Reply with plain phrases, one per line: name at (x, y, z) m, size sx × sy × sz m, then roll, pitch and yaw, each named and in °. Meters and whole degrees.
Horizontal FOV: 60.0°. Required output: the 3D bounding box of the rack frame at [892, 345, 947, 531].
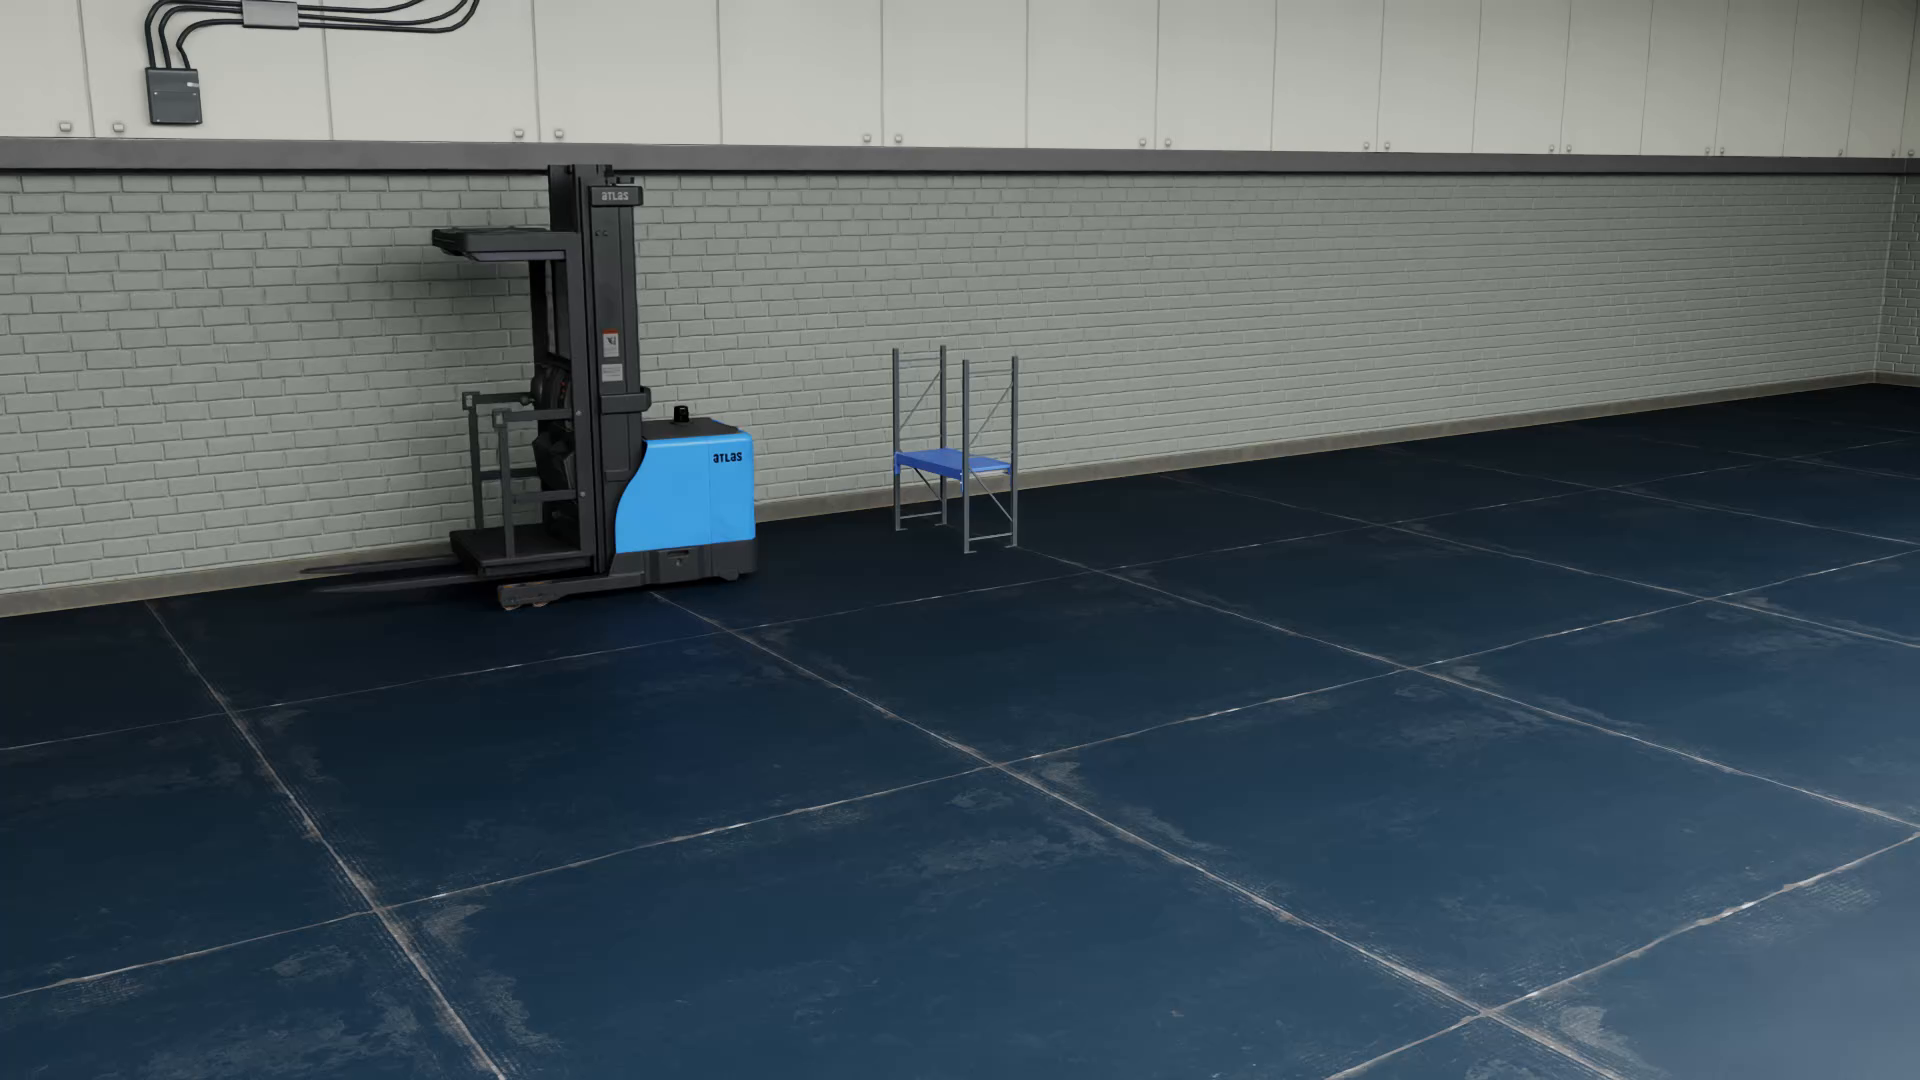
rack frame at (-0.329, -0.838, 13.684) m, size 0.500 × 1.500 × 0.032 m, roll -8°, pitch 15°, yaw -33°

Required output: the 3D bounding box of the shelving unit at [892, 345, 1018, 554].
shelving unit at (-0.047, -0.748, 13.271) m, size 0.538 × 1.500 × 1.048 m, roll -8°, pitch 15°, yaw -33°

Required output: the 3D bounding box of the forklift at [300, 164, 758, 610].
forklift at (-3.011, -1.088, 11.476) m, size 3.031 × 2.935 × 1.130 m, roll -6°, pitch 14°, yaw -27°

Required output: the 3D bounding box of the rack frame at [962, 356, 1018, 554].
rack frame at (0.234, -0.657, 12.857) m, size 0.500 × 1.500 × 0.032 m, roll -8°, pitch 15°, yaw -33°

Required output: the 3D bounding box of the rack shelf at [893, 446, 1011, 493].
rack shelf at (-0.047, -0.572, 13.309) m, size 0.538 × 0.185 × 1.000 m, roll -8°, pitch 15°, yaw -33°
